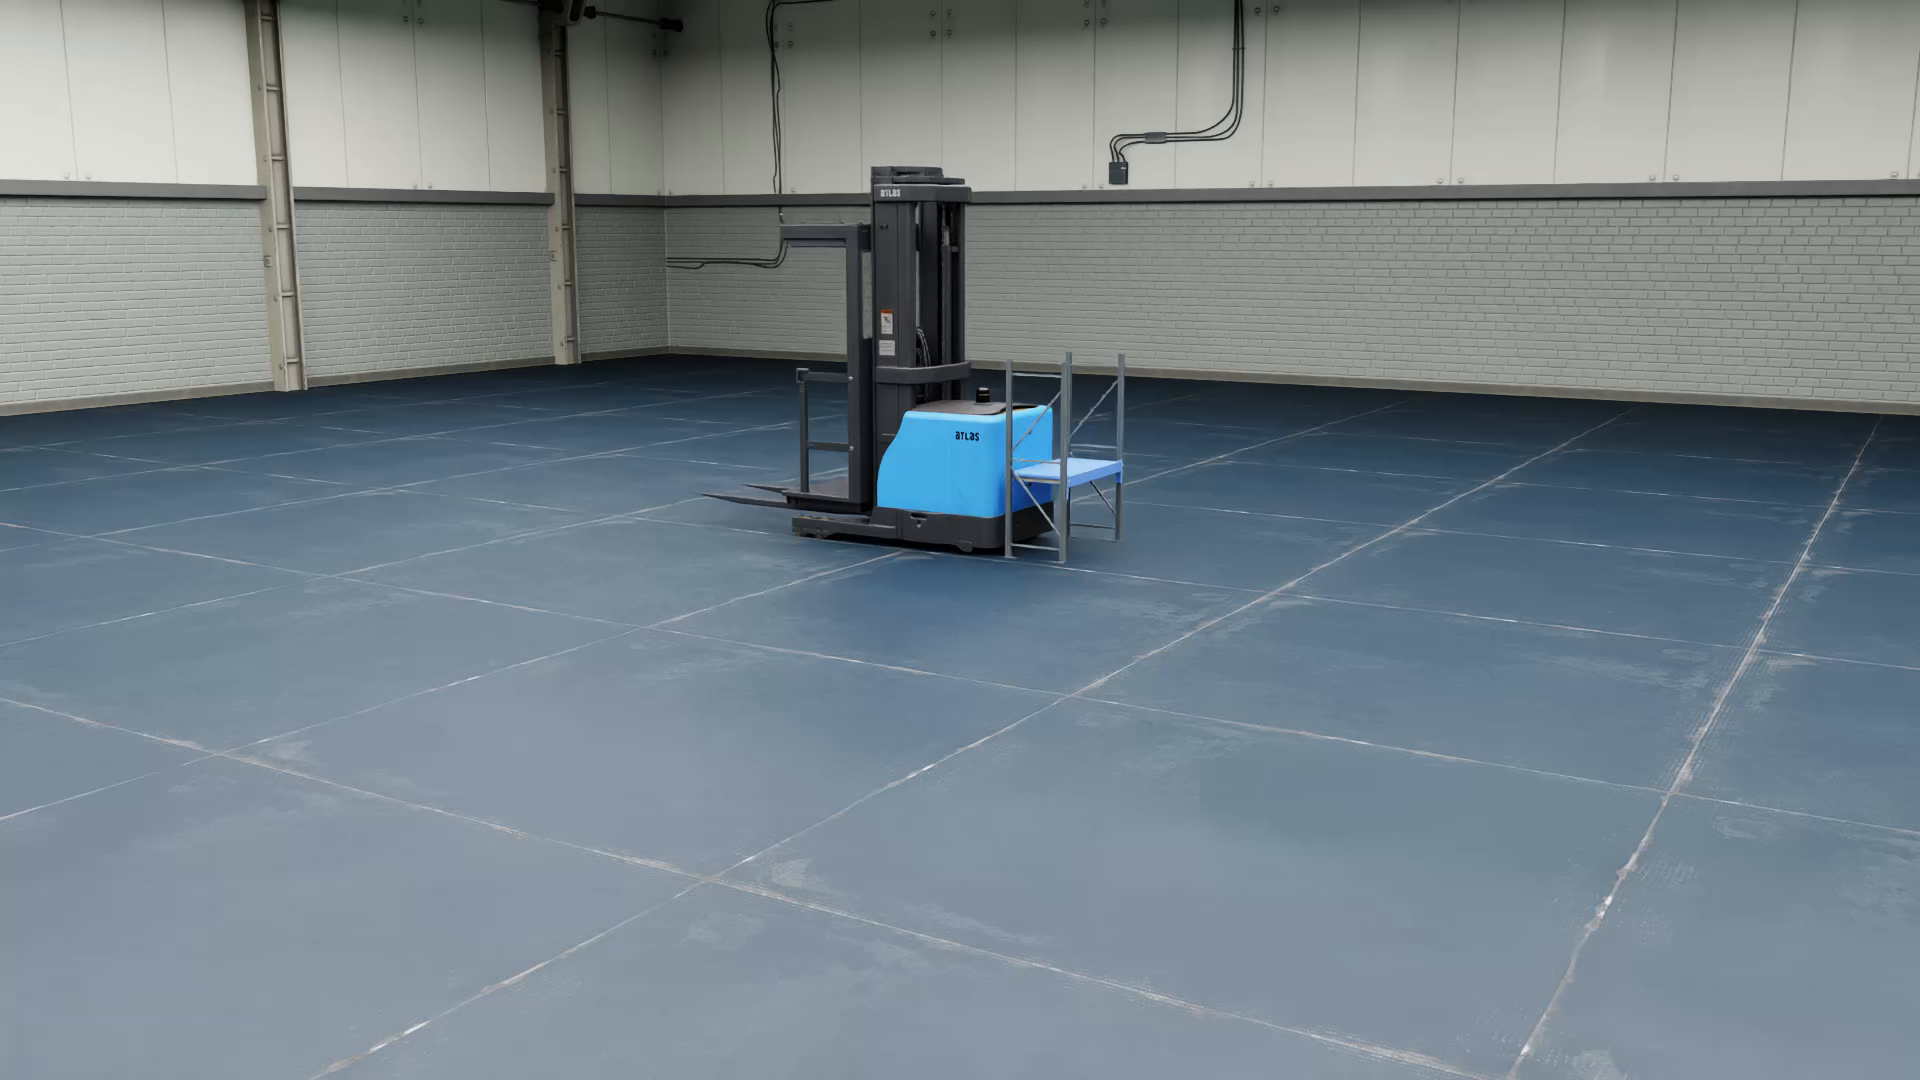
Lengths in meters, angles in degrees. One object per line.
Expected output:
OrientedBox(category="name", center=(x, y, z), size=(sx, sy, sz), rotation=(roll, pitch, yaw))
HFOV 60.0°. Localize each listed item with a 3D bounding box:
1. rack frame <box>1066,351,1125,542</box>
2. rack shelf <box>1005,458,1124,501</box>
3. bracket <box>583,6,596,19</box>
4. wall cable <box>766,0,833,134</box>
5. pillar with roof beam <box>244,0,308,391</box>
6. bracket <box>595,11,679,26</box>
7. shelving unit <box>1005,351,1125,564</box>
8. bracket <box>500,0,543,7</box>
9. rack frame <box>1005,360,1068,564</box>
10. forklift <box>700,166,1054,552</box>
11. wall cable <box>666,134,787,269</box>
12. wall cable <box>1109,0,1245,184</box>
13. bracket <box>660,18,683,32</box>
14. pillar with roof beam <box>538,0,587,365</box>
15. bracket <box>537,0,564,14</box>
OrientedBox(category="rack frame", center=(1.066, -0.745, 13.270), size=(0.500, 1.500, 0.032), rotation=(6, 12, 29))
OrientedBox(category="rack shelf", center=(0.817, -0.486, 12.867), size=(0.538, 0.185, 1.000), rotation=(6, 12, 29))
OrientedBox(category="bracket", center=(-6.760, -9.498, 29.866), size=(0.235, 0.232, 0.430), rotation=(6, 12, 31))
OrientedBox(category="wall cable", center=(-2.307, -8.732, 30.270), size=(3.097, 2.526, 0.112), rotation=(6, 12, 31))
OrientedBox(category="pillar with roof beam", center=(-6.714, -6.342, 22.792), size=(9.100, 9.000, 0.400), rotation=(6, 12, 31))
OrientedBox(category="bracket", center=(-5.836, -9.778, 31.360), size=(0.076, 0.066, 3.189), rotation=(6, 12, 31))
OrientedBox(category="shelving unit", center=(0.817, -0.663, 12.834), size=(0.538, 1.500, 1.048), rotation=(6, 12, 29))
OrientedBox(category="bracket", center=(-8.528, -8.962, 27.004), size=(0.076, 0.066, 4.783), rotation=(6, 12, 31))
OrientedBox(category="rack frame", center=(0.568, -0.581, 12.399), size=(0.500, 1.500, 0.032), rotation=(6, 12, 29))
OrientedBox(category="forklift", center=(-0.772, -1.525, 13.549), size=(3.031, 2.935, 1.130), rotation=(6, 12, 31))
OrientedBox(category="wall cable", center=(-4.619, -6.508, 32.115), size=(3.097, 2.526, 0.112), rotation=(6, 12, 31))
OrientedBox(category="wall cable", center=(3.487, -8.796, 26.659), size=(2.305, 6.003, 0.169), rotation=(6, 12, 31))
OrientedBox(category="bracket", center=(-5.529, -9.871, 31.857), size=(0.235, 0.232, 0.430), rotation=(6, 12, 31))
OrientedBox(category="pillar with roof beam", center=(-3.599, -7.286, 27.832), size=(9.100, 9.000, 0.548), rotation=(6, 12, 31))
OrientedBox(category="bracket", center=(-7.191, -9.367, 29.168), size=(0.235, 0.232, 0.430), rotation=(6, 12, 31))
